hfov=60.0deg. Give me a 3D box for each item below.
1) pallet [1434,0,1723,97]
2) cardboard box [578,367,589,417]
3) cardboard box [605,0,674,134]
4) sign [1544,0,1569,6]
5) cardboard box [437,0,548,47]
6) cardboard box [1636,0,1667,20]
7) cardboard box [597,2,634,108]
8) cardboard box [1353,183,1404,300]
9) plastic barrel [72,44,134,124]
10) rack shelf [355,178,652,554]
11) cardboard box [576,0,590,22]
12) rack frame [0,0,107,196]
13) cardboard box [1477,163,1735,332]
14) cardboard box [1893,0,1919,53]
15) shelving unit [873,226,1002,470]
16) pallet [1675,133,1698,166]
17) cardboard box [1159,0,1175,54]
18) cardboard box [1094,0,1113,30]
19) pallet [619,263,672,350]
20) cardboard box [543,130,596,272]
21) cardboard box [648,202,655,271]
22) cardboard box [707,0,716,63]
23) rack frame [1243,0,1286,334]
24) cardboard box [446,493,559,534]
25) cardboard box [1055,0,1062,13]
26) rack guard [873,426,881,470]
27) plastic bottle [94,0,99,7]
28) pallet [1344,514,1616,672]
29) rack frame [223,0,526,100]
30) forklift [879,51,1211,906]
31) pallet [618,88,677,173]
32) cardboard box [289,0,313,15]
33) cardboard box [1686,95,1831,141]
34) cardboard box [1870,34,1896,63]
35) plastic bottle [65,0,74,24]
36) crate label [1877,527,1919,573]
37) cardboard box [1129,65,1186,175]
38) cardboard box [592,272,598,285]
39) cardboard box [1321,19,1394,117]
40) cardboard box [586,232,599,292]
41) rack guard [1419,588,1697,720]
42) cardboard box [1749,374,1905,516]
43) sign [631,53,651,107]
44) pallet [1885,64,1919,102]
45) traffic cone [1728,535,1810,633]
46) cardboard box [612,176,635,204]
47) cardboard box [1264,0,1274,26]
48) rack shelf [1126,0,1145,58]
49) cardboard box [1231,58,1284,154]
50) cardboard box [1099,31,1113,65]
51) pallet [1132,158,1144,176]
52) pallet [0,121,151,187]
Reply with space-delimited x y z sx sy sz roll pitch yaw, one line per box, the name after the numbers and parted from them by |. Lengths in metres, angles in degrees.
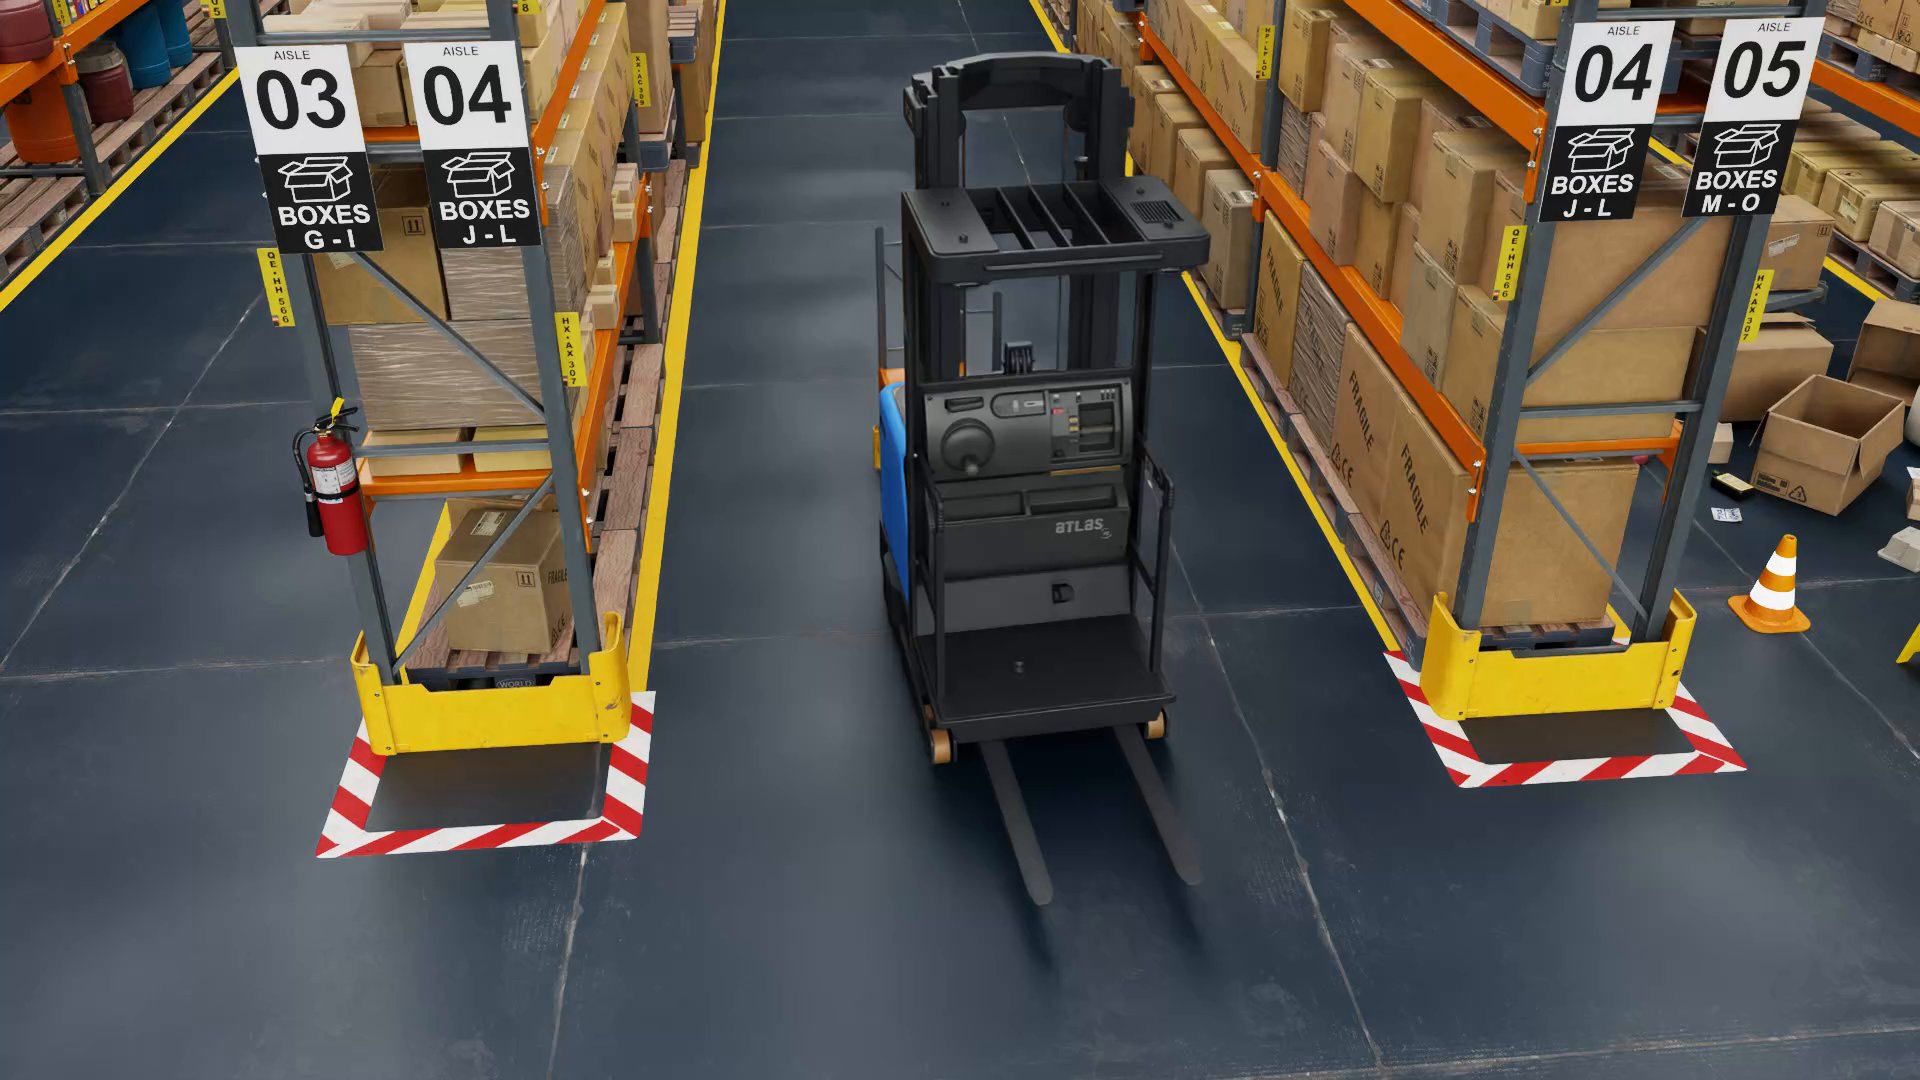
2.739 -2.191 7.155 1.003 0.211 1.213 -3 31 -5 | pallet
-1.931 -0.683 7.714 0.380 0.149 0.250 -3 31 -5 | cardboard box
-2.438 -3.270 10.804 1.000 1.000 1.000 -3 31 -4 | cardboard box
2.277 -2.178 6.260 0.100 0.325 0.005 -3 31 -5 | sign
-1.853 -2.061 6.607 0.380 0.149 0.250 -2 31 -4 | cardboard box
3.081 -2.287 6.967 0.380 0.149 0.250 -2 31 -4 | cardboard box
-2.187 -2.803 9.655 0.500 0.500 0.500 -3 31 -5 | cardboard box
2.647 -1.655 8.950 0.875 0.550 0.500 -3 31 -5 | cardboard box
-7.976 -4.195 15.290 0.600 0.588 0.708 -3 31 -5 | plastic barrel
-2.316 -1.090 8.851 1.077 0.370 4.000 -3 31 -5 | rack shelf
-2.067 -2.641 7.967 0.500 0.250 0.500 -2 31 -3 | cardboard box
-7.808 -4.224 13.397 1.000 3.000 0.127 -3 31 -5 | rack frame
2.822 -1.283 7.273 0.875 0.550 0.550 -3 31 -5 | cardboard box
7.044 -3.723 11.761 0.500 0.500 0.500 -3 31 -4 | cardboard box
-0.132 -0.861 9.230 0.587 1.500 1.083 -5 31 -9 | shelving unit
7.061 -3.340 14.637 1.003 0.211 1.213 -3 31 -5 | pallet
1.894 -4.189 13.241 0.500 0.500 0.500 -3 31 -5 | cardboard box
1.599 -5.197 16.322 0.500 0.250 0.500 -2 31 -3 | cardboard box
-2.577 -1.620 11.756 1.003 0.211 1.213 -3 31 -5 | pallet
-1.949 -1.527 7.518 0.500 0.500 0.500 -3 31 -5 | cardboard box
-2.565 -2.094 11.840 0.700 0.500 0.500 -3 31 -5 | cardboard box
-3.171 -5.446 17.105 1.225 0.875 0.875 -3 31 -4 | cardboard box
2.445 -2.606 10.687 1.000 3.000 0.127 -3 31 -5 | rack frame
-2.261 -0.108 8.533 0.500 0.500 0.500 5 31 8 | cardboard box
1.291 -6.099 18.906 0.380 0.149 0.250 -4 31 -6 | cardboard box
-0.224 -0.576 9.970 0.587 0.250 0.087 -5 31 -9 | rack guard
-7.566 -4.740 14.455 0.097 0.201 0.097 0 31 0 | plastic bottle
2.666 0.229 8.660 1.003 0.211 1.213 -3 31 -5 | pallet
-2.129 -2.953 5.418 1.000 3.000 0.127 -3 31 -5 | rack frame
0.347 -0.446 7.138 1.130 2.935 3.031 -5 31 -9 | forklift
-2.430 -2.734 11.090 1.003 0.211 1.213 -3 31 -5 | pallet
-2.508 -2.172 6.793 0.380 0.149 0.250 -4 31 -7 | cardboard box
7.033 -3.700 14.672 0.950 0.372 0.625 -5 31 -8 | cardboard box
6.946 -3.612 12.207 0.380 0.149 0.250 -3 31 -4 | cardboard box
-7.510 -4.466 13.927 0.097 0.271 0.097 0 31 0 | plastic bottle
5.204 0.047 9.037 0.250 0.136 0.298 -20 36 -30 | crate label
2.038 -3.547 14.048 1.050 0.750 0.750 -3 31 -5 | cardboard box
-2.118 -1.318 8.777 0.380 0.149 0.250 -3 31 -5 | cardboard box
2.612 -2.668 9.593 0.875 0.550 0.550 -3 31 -5 | cardboard box
-2.358 -1.593 8.604 0.875 0.500 0.500 -3 31 -5 | cardboard box
2.821 0.522 7.889 1.175 0.500 0.348 -3 31 -5 | rack guard
5.053 -0.556 9.690 0.637 0.503 0.797 27 40 37 | cardboard box
-1.964 -2.821 10.204 0.100 0.325 0.005 -3 31 -5 | sign
7.437 -3.209 11.885 1.003 0.211 1.213 -3 31 -5 | pallet
4.183 0.187 8.486 0.336 0.463 0.334 -3 31 -5 | traffic cone
-2.176 -2.088 10.065 0.380 0.149 0.250 -3 31 -5 | cardboard box
2.392 -3.331 10.829 0.700 0.500 0.500 -3 31 -5 | cardboard box
1.884 -5.360 16.000 1.077 0.370 4.000 -3 31 -5 | rack shelf
2.130 -2.902 11.086 0.500 0.500 0.500 -3 31 -5 | cardboard box
1.639 -4.613 16.076 0.500 0.500 0.500 -4 31 -7 | cardboard box
2.069 -3.045 14.141 1.003 0.211 1.213 -3 31 -5 | pallet
-7.923 -3.428 14.783 1.003 0.211 1.213 -3 31 -5 | pallet
